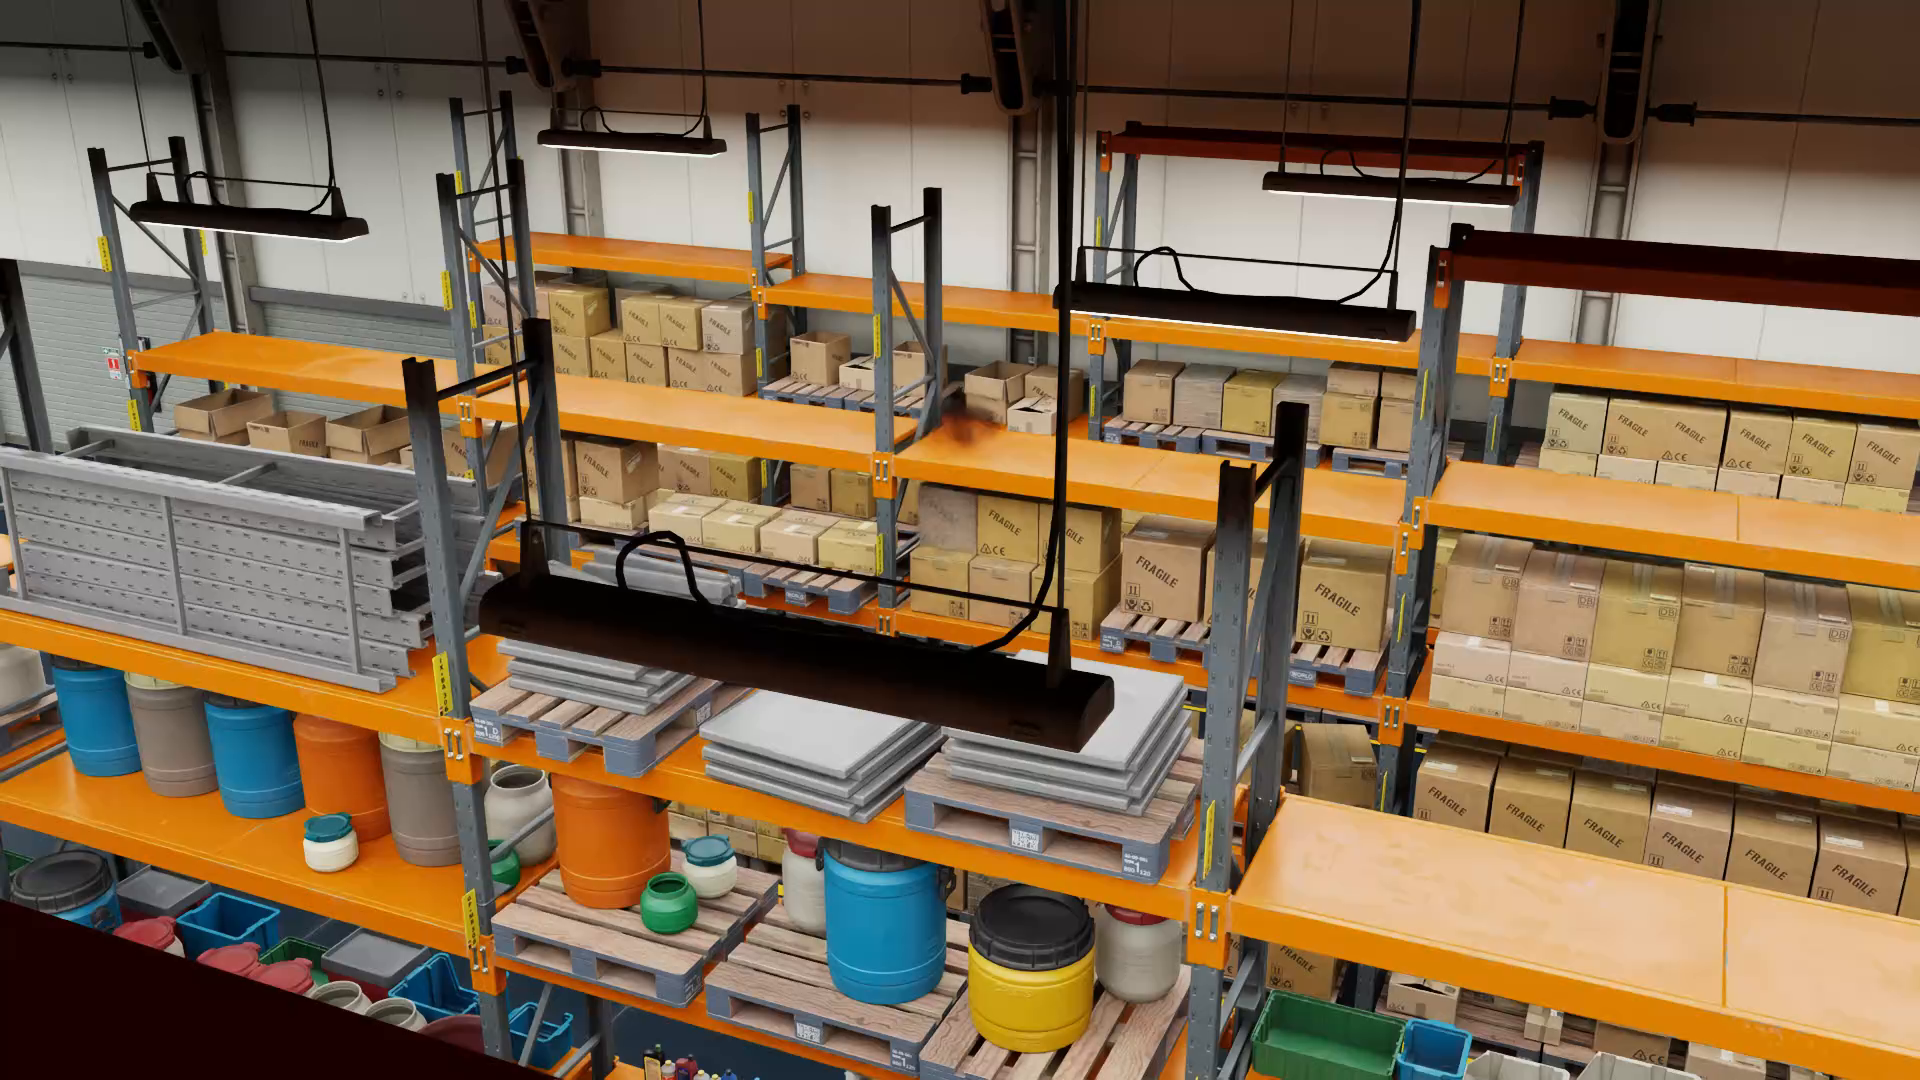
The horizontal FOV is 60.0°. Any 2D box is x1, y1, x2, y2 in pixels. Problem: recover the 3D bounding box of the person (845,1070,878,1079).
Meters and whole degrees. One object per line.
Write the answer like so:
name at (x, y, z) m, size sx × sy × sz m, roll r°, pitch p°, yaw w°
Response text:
person at (-0.541, 3.441, 11.003) m, size 0.928 × 1.782 × 0.769 m, roll 12°, pitch 24°, yaw 30°
